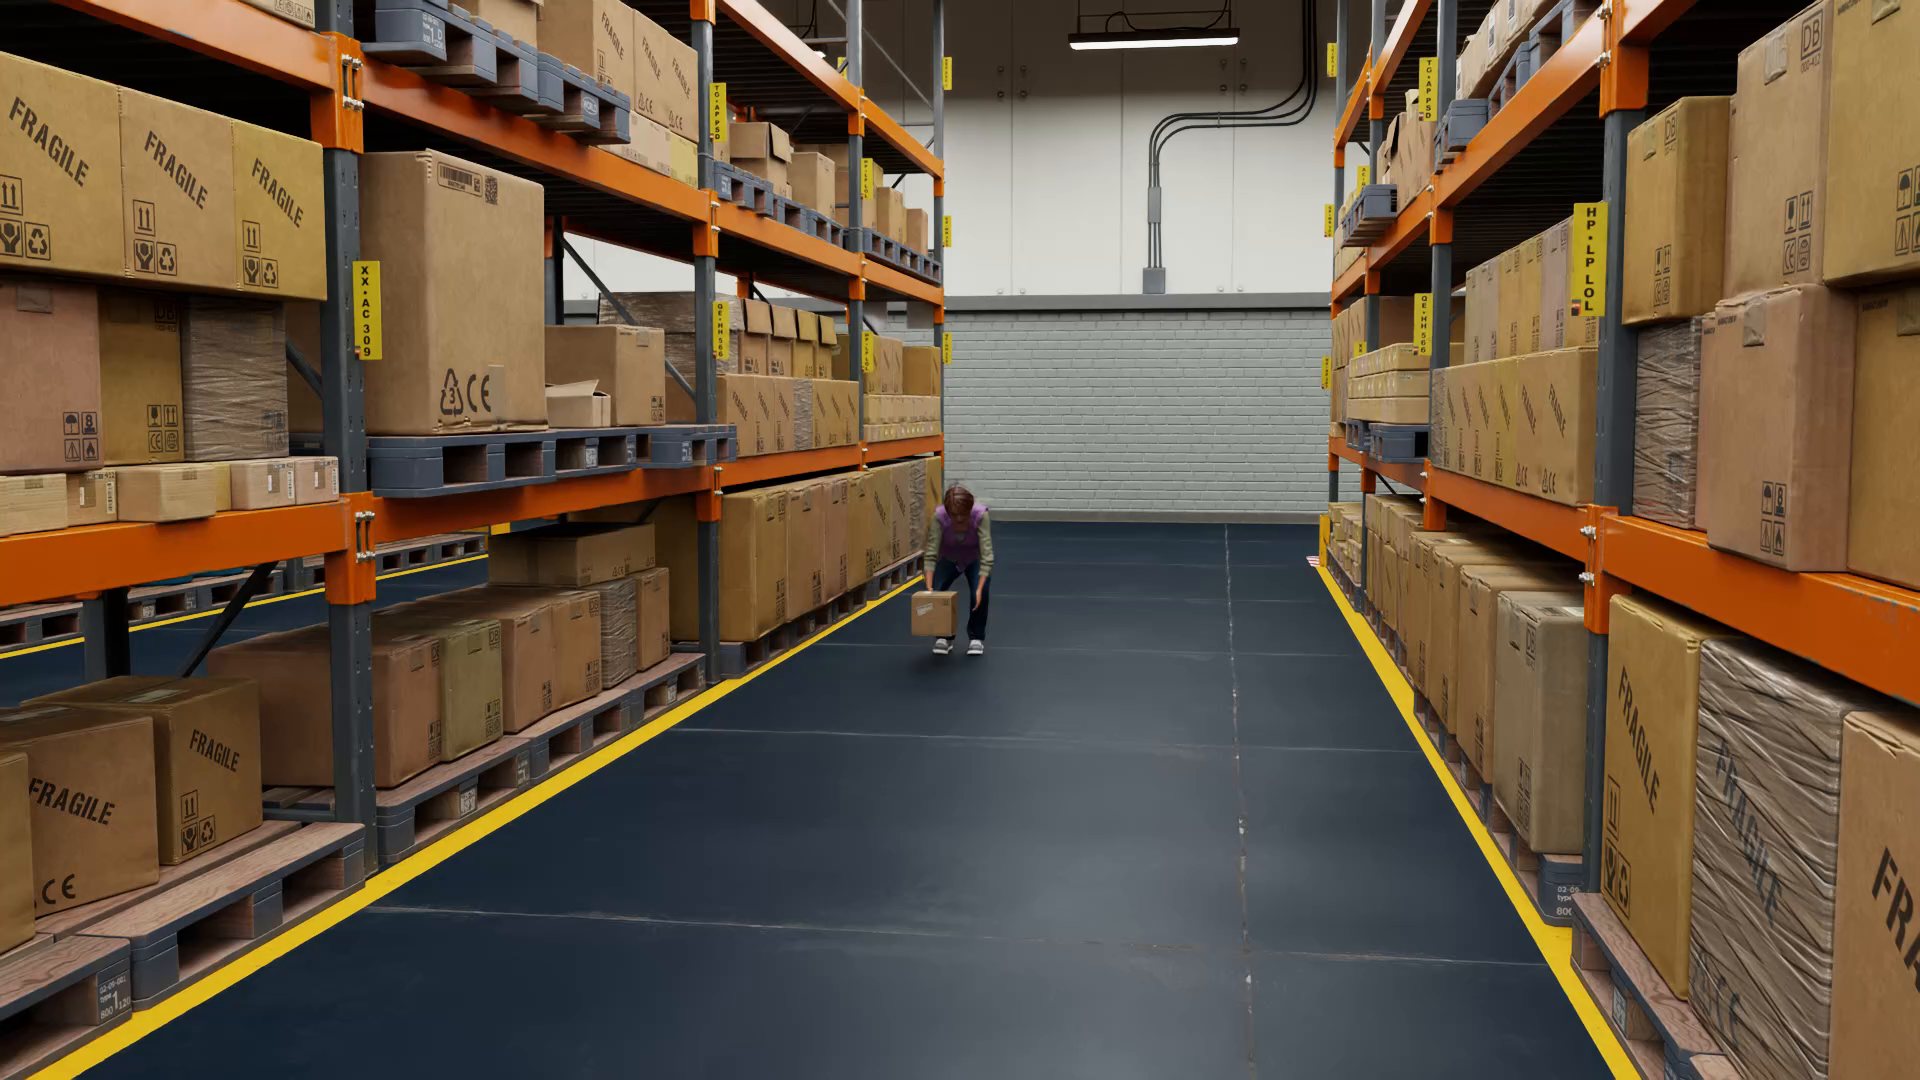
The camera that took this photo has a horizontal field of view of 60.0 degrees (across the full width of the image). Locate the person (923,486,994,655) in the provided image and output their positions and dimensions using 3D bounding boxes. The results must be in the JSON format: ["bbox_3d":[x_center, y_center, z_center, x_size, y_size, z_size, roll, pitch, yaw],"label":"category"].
[{"bbox_3d":[0.018,0.200,10.774,0.461,1.096,0.739,1,5,10],"label":"person"}]
